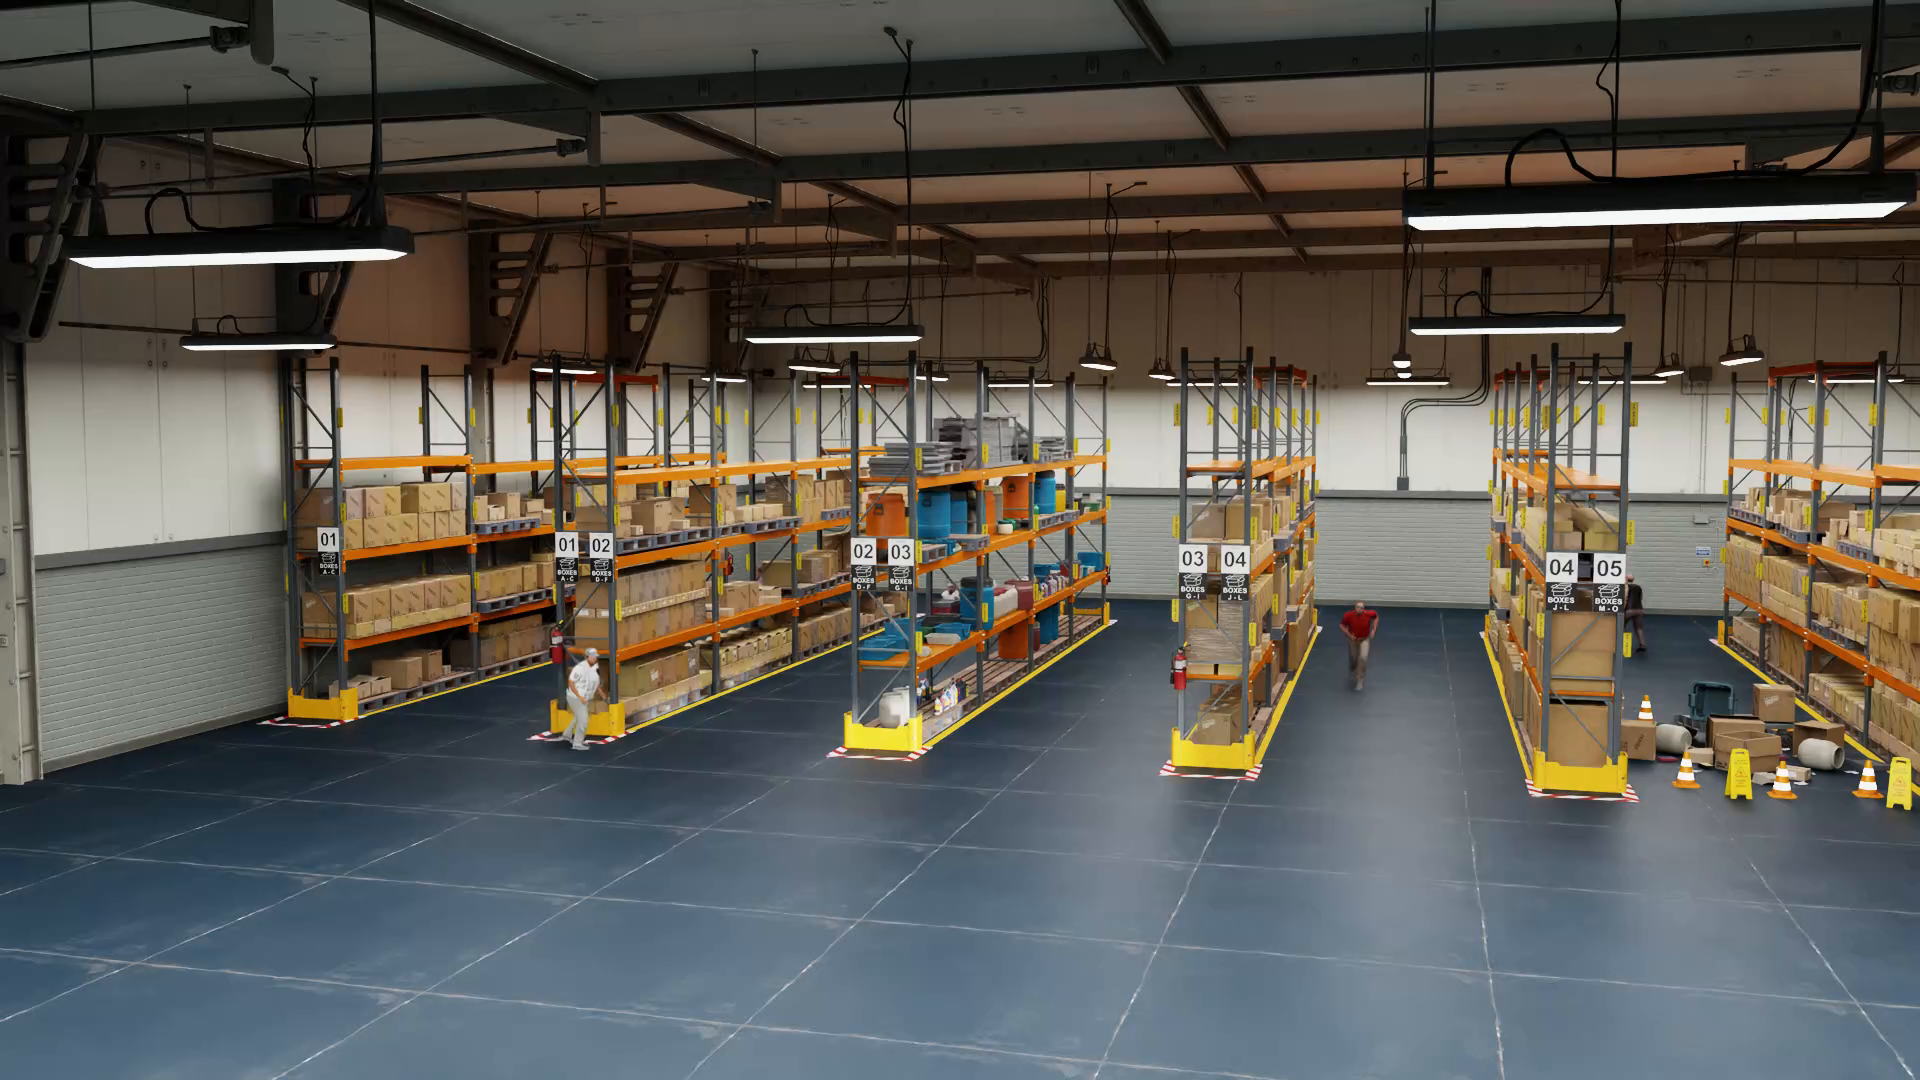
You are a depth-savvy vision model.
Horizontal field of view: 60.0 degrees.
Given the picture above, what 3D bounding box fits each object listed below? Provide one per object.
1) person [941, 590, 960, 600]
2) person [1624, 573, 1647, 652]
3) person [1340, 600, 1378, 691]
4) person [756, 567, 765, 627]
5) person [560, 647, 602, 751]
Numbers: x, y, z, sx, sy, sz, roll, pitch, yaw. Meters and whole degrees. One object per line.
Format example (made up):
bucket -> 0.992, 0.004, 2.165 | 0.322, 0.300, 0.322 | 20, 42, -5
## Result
person -> -0.135, 1.734, 35.311 | 0.536, 1.415, 0.626 | 1, 4, 11
person -> 14.281, 1.572, 35.359 | 0.650, 1.695, 0.977 | -1, 4, -7
person -> 7.413, 1.930, 30.986 | 0.705, 1.695, 1.024 | 0, 4, 4
person -> -4.608, 1.411, 38.247 | 0.556, 1.604, 0.800 | 1, 4, 18
person -> -5.735, 2.381, 25.109 | 0.863, 1.573, 0.638 | 2, 4, 20
